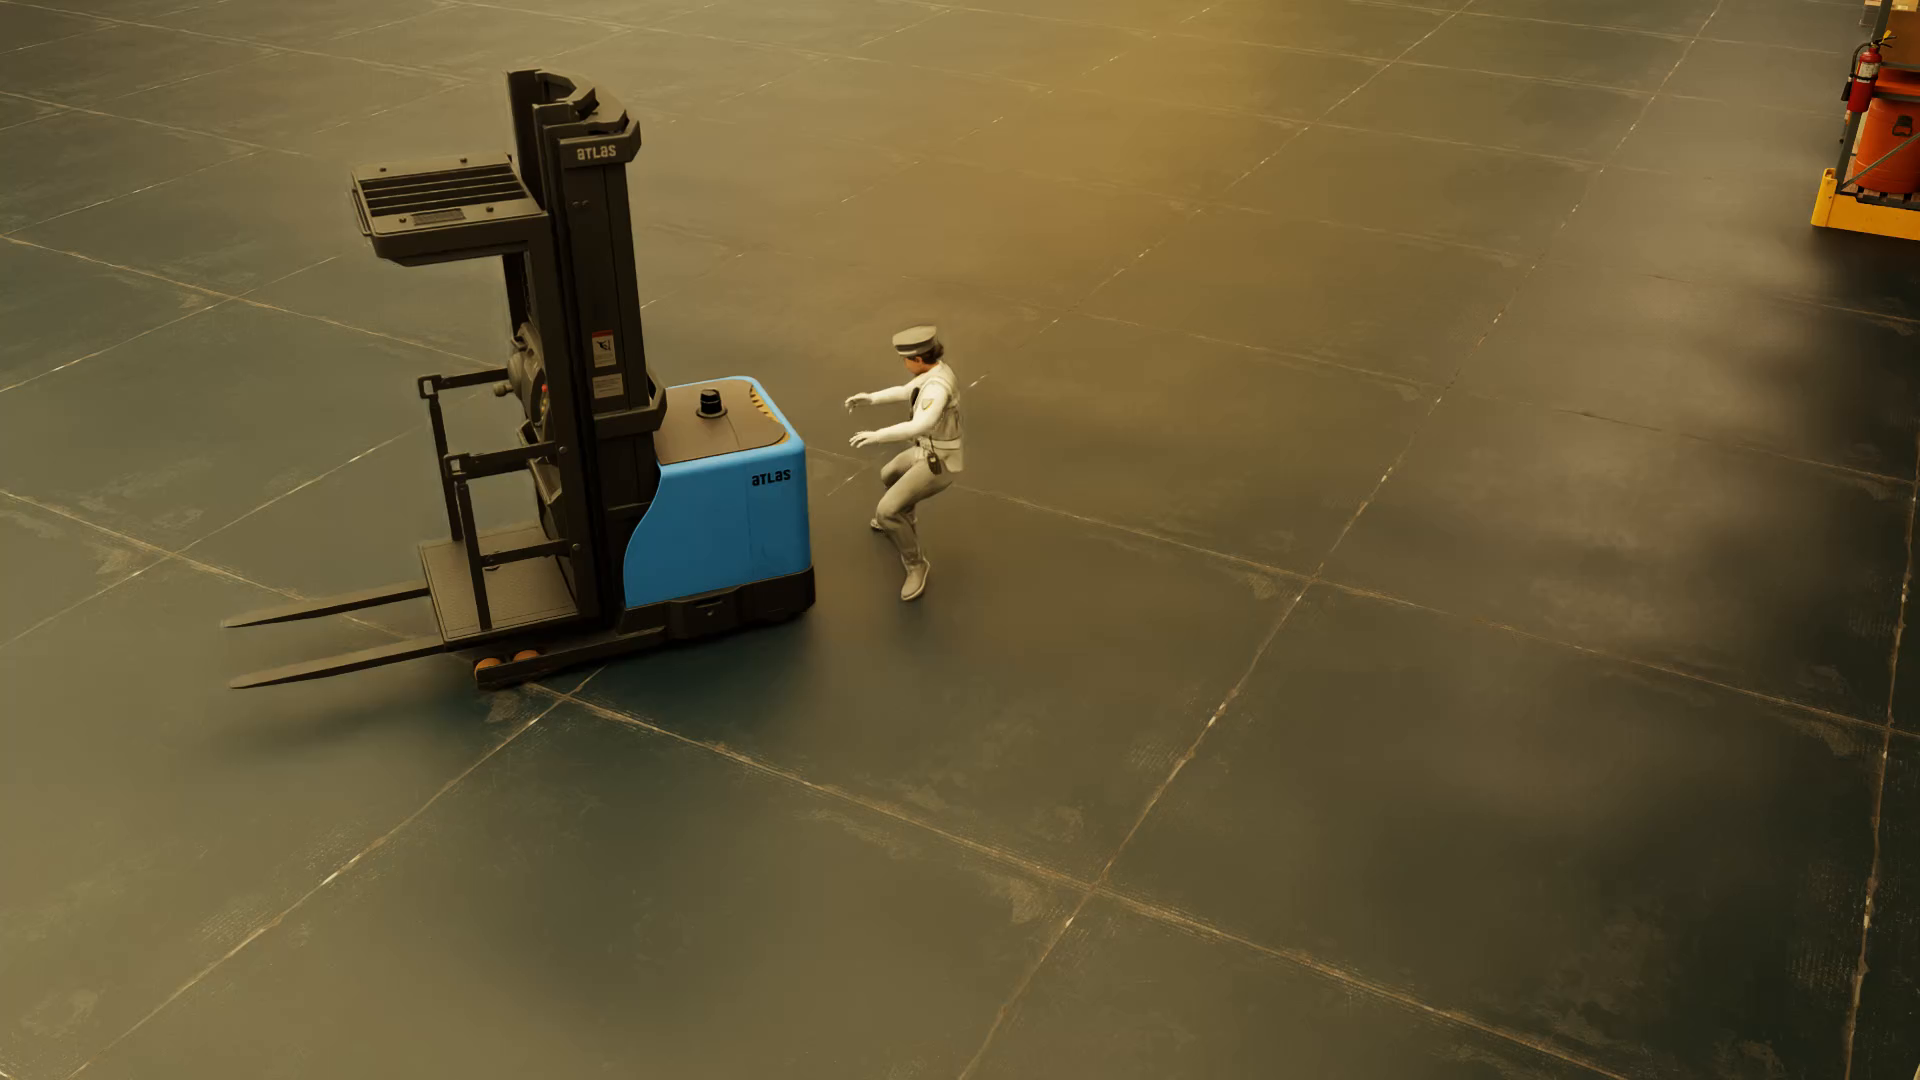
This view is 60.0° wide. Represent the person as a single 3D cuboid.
[{"bbox_3d":[-0.317,-0.507,9.435,0.691,1.445,0.990,1,30,2],"label":"person"}]

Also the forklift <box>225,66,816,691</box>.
[{"bbox_3d":[-2.371,-0.787,8.434,3.031,2.935,1.130,-12,32,-20],"label":"forklift"}]
